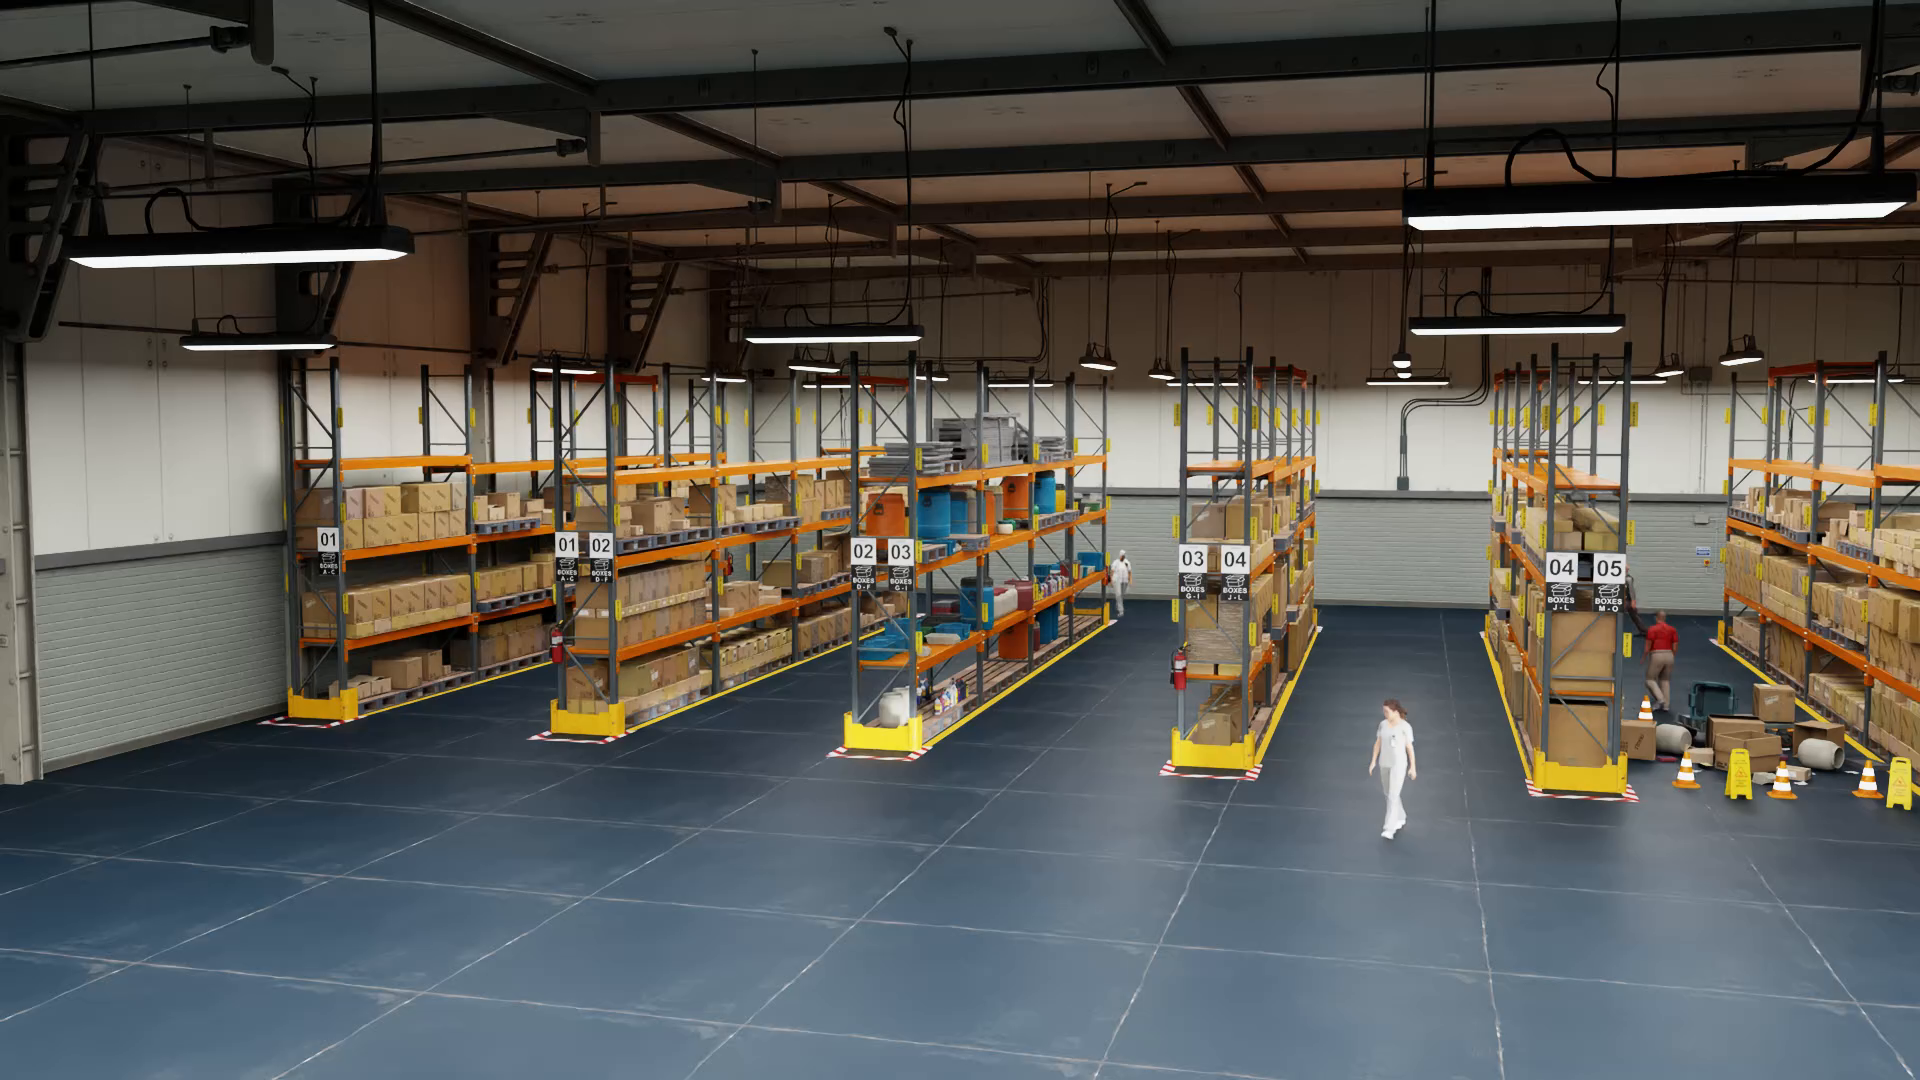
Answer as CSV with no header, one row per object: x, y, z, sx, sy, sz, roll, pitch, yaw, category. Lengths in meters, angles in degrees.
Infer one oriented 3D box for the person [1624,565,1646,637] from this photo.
15.105,1.417,37.804,1.030,1.569,0.510,3,5,33,person

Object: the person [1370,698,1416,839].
5.178,2.717,19.976,0.896,1.641,0.497,-4,6,-42,person

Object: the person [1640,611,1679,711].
12.028,2.075,28.459,0.606,1.692,0.632,0,4,-6,person

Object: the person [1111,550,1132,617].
4.117,1.079,42.371,0.491,1.647,0.942,-1,4,-18,person
